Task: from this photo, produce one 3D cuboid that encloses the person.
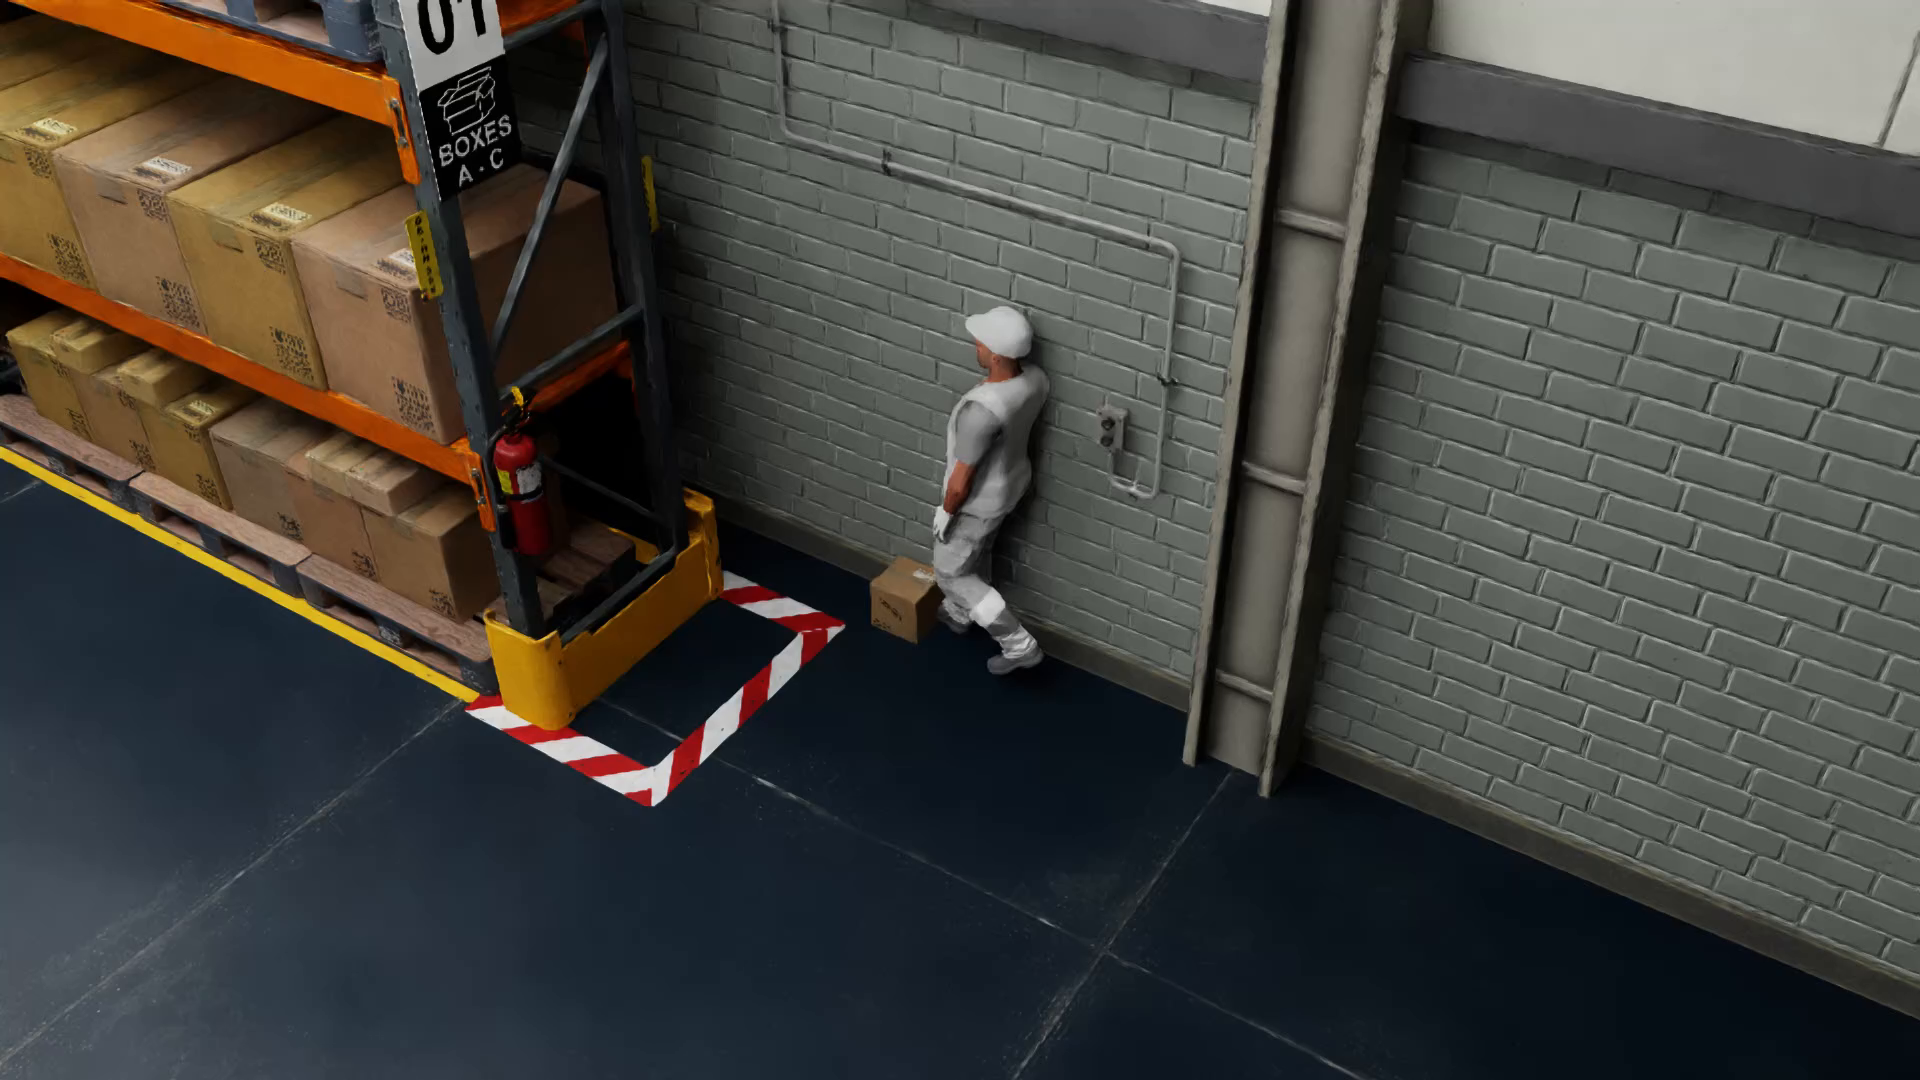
[{"bbox_3d":[0.084,-0.206,6.925,0.791,1.779,0.555,22,43,25],"label":"person"}]
